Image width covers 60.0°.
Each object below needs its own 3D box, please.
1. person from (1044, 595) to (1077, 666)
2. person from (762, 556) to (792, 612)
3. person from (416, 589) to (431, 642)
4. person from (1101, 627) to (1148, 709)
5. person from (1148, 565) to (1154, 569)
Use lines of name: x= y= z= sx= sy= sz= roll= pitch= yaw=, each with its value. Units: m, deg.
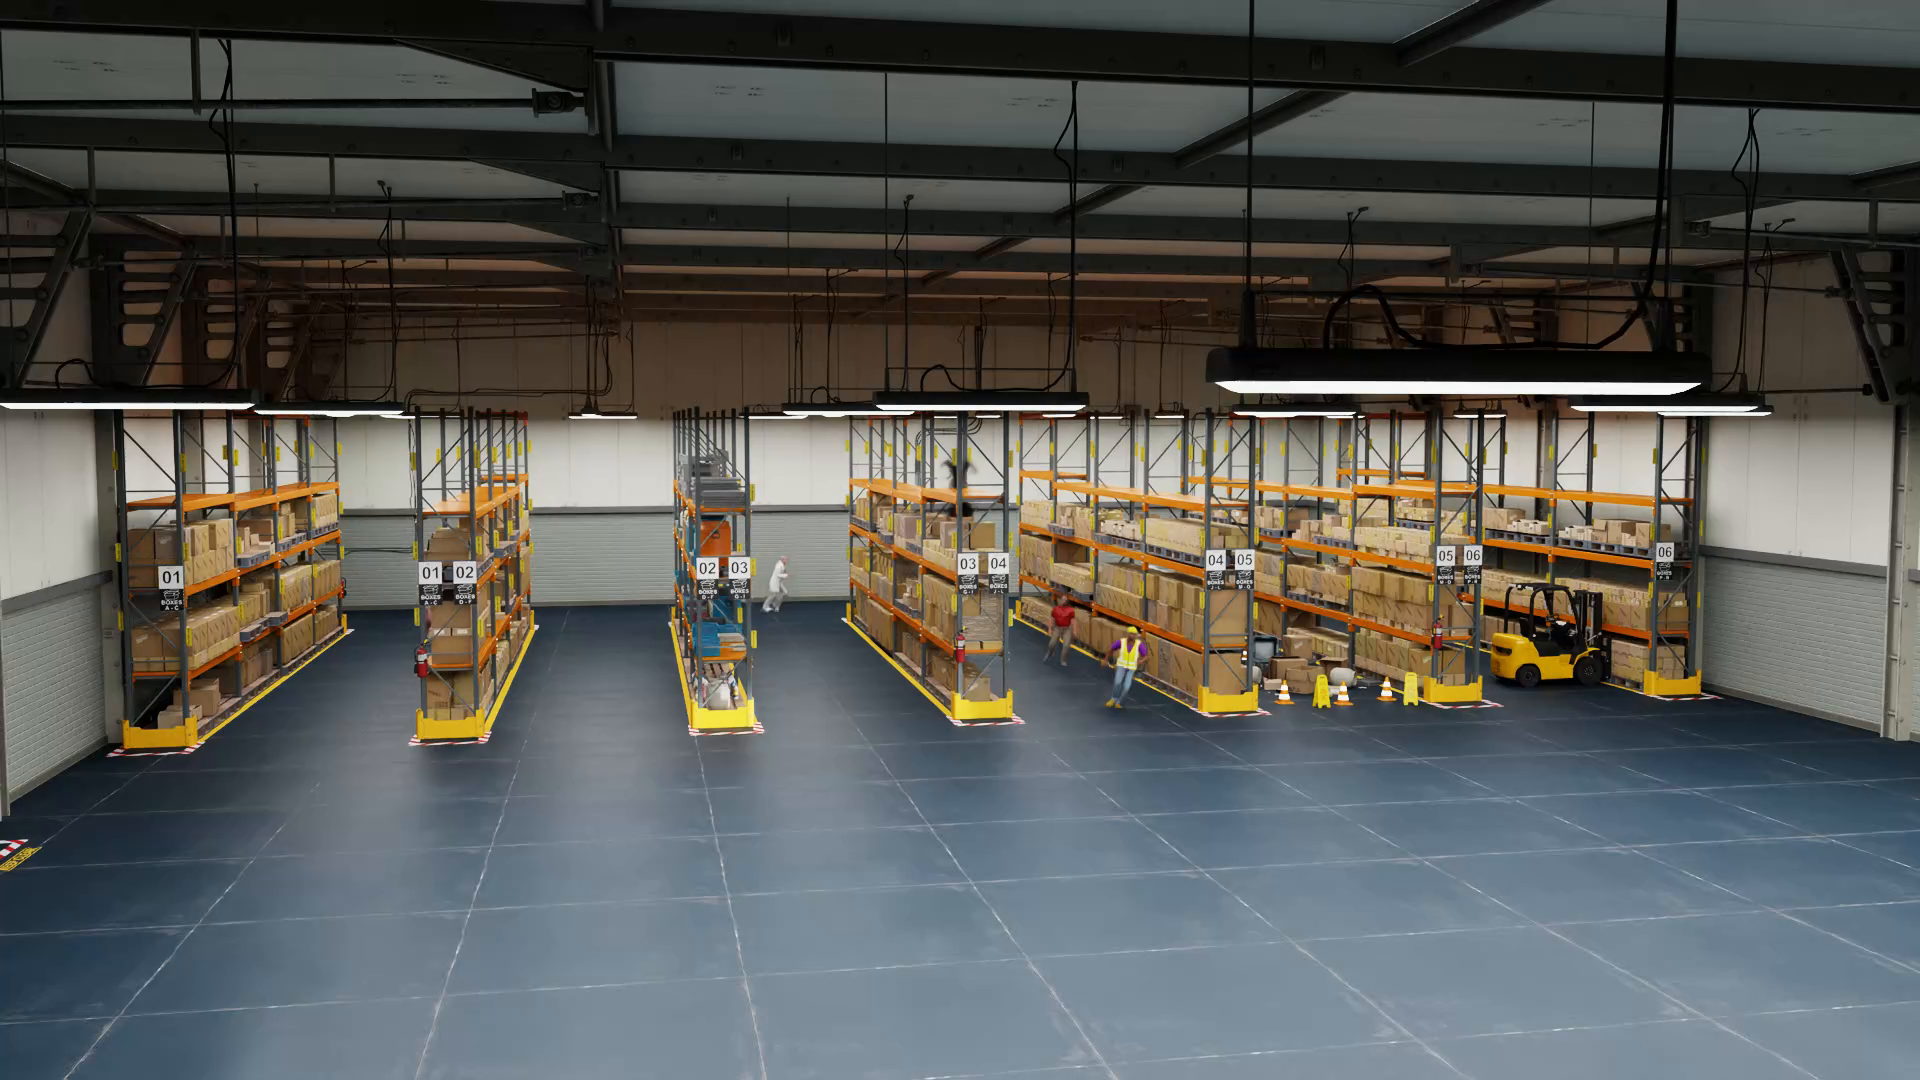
person: x=2.364 y=2.105 z=39.041 sx=0.778 sy=1.669 sz=0.621 roll=0 pitch=4 yaw=3
person: x=-5.493 y=1.338 z=50.022 sx=0.976 sy=1.746 sz=0.726 roll=1 pitch=4 yaw=12
person: x=-13.947 y=1.797 z=43.516 sx=0.526 sy=1.713 sz=0.788 roll=-1 pitch=4 yaw=-8
person: x=3.304 y=2.546 z=33.095 sx=0.890 sy=1.659 sz=0.668 roll=0 pitch=4 yaw=-6
person: x=5.401 y=1.584 z=46.126 sx=0.641 sy=1.751 sz=0.756 roll=-3 pitch=5 yaw=-32
